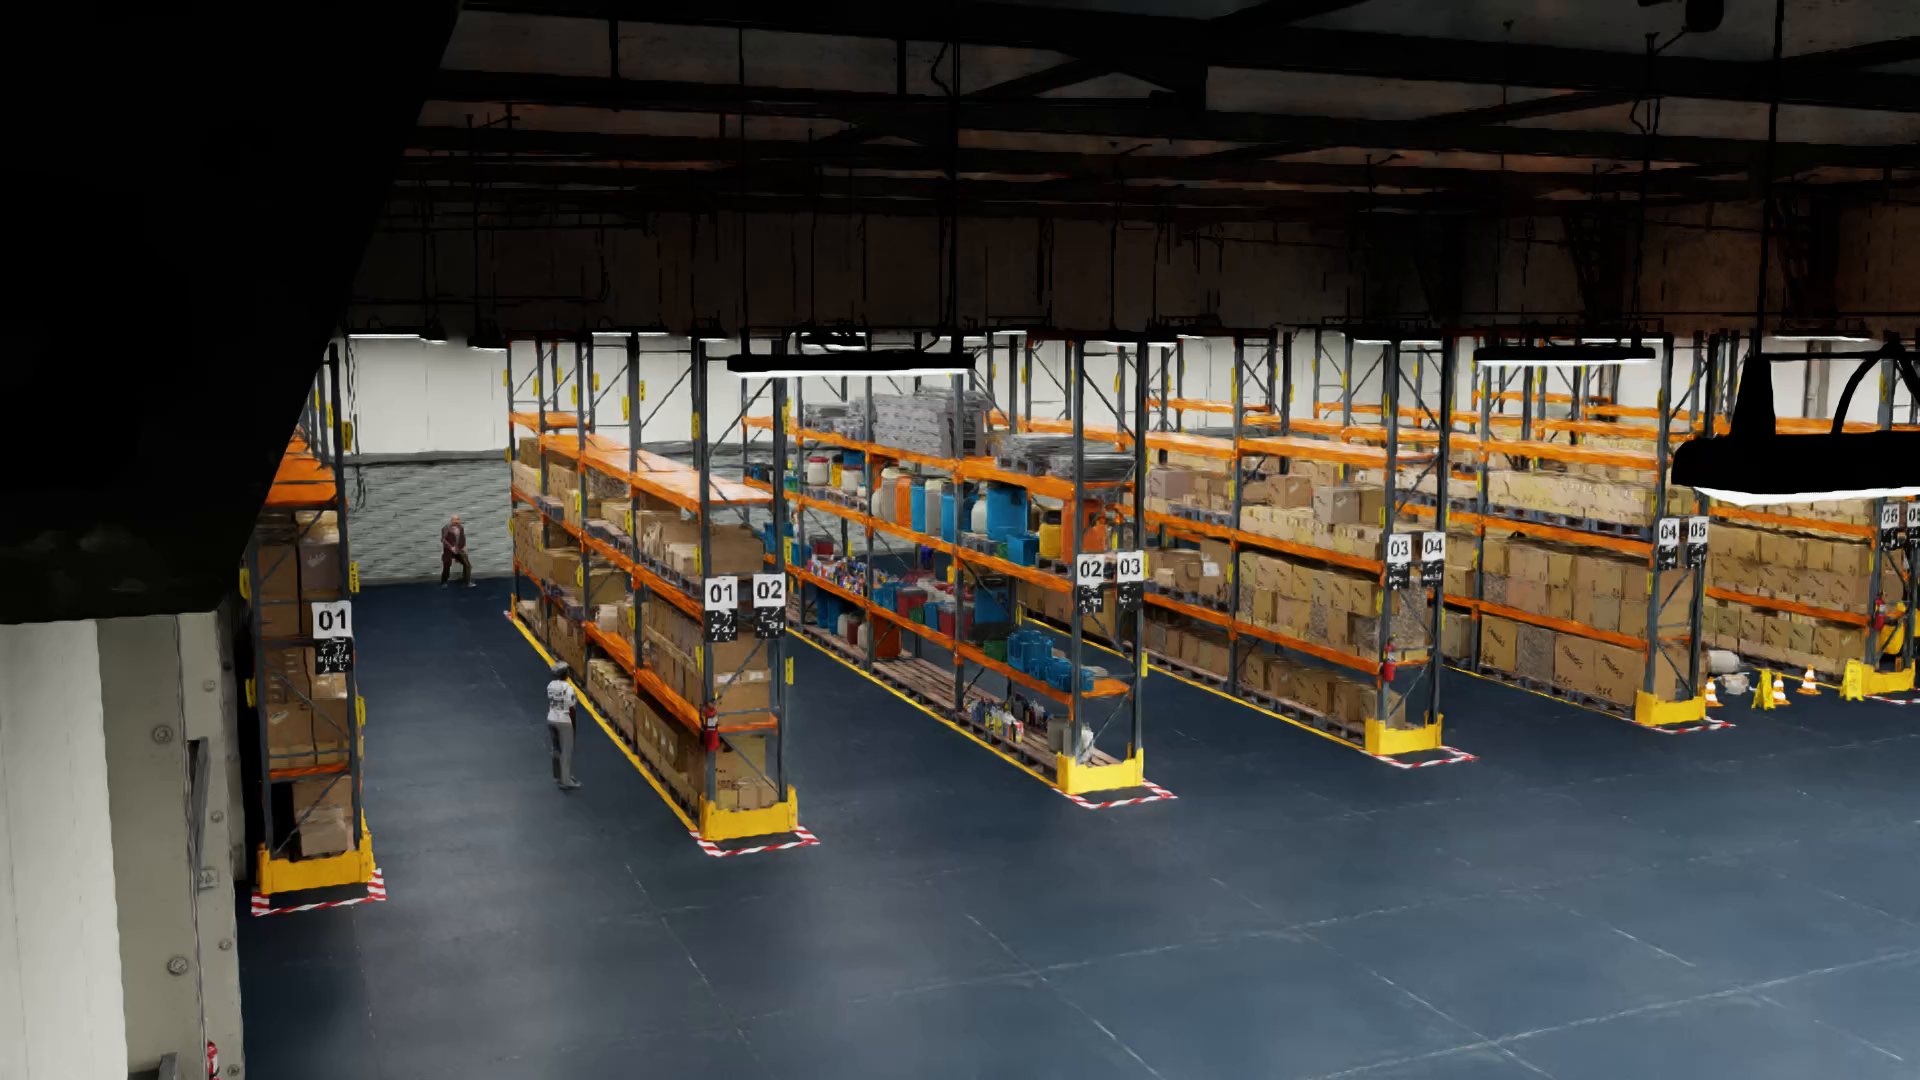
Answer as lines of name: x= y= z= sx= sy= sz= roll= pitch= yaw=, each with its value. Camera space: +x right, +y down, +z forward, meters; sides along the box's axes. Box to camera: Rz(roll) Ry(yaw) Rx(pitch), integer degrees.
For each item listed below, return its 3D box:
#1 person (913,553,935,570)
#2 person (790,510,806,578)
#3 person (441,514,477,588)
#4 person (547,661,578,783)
person: x=-0.766 y=0.541 z=36.746 sx=0.445 sy=1.574 sz=1.081 roll=-4 pitch=9 yaw=-25
person: x=-3.959 y=0.075 z=40.113 sx=0.455 sy=1.612 sz=1.019 roll=-3 pitch=8 yaw=-24
person: x=-11.692 y=0.248 z=38.424 sx=0.717 sy=1.729 sz=0.789 roll=-7 pitch=11 yaw=-44
person: x=-5.335 y=2.427 z=22.316 sx=0.502 sy=1.598 sz=0.348 roll=6 pitch=10 yaw=35
